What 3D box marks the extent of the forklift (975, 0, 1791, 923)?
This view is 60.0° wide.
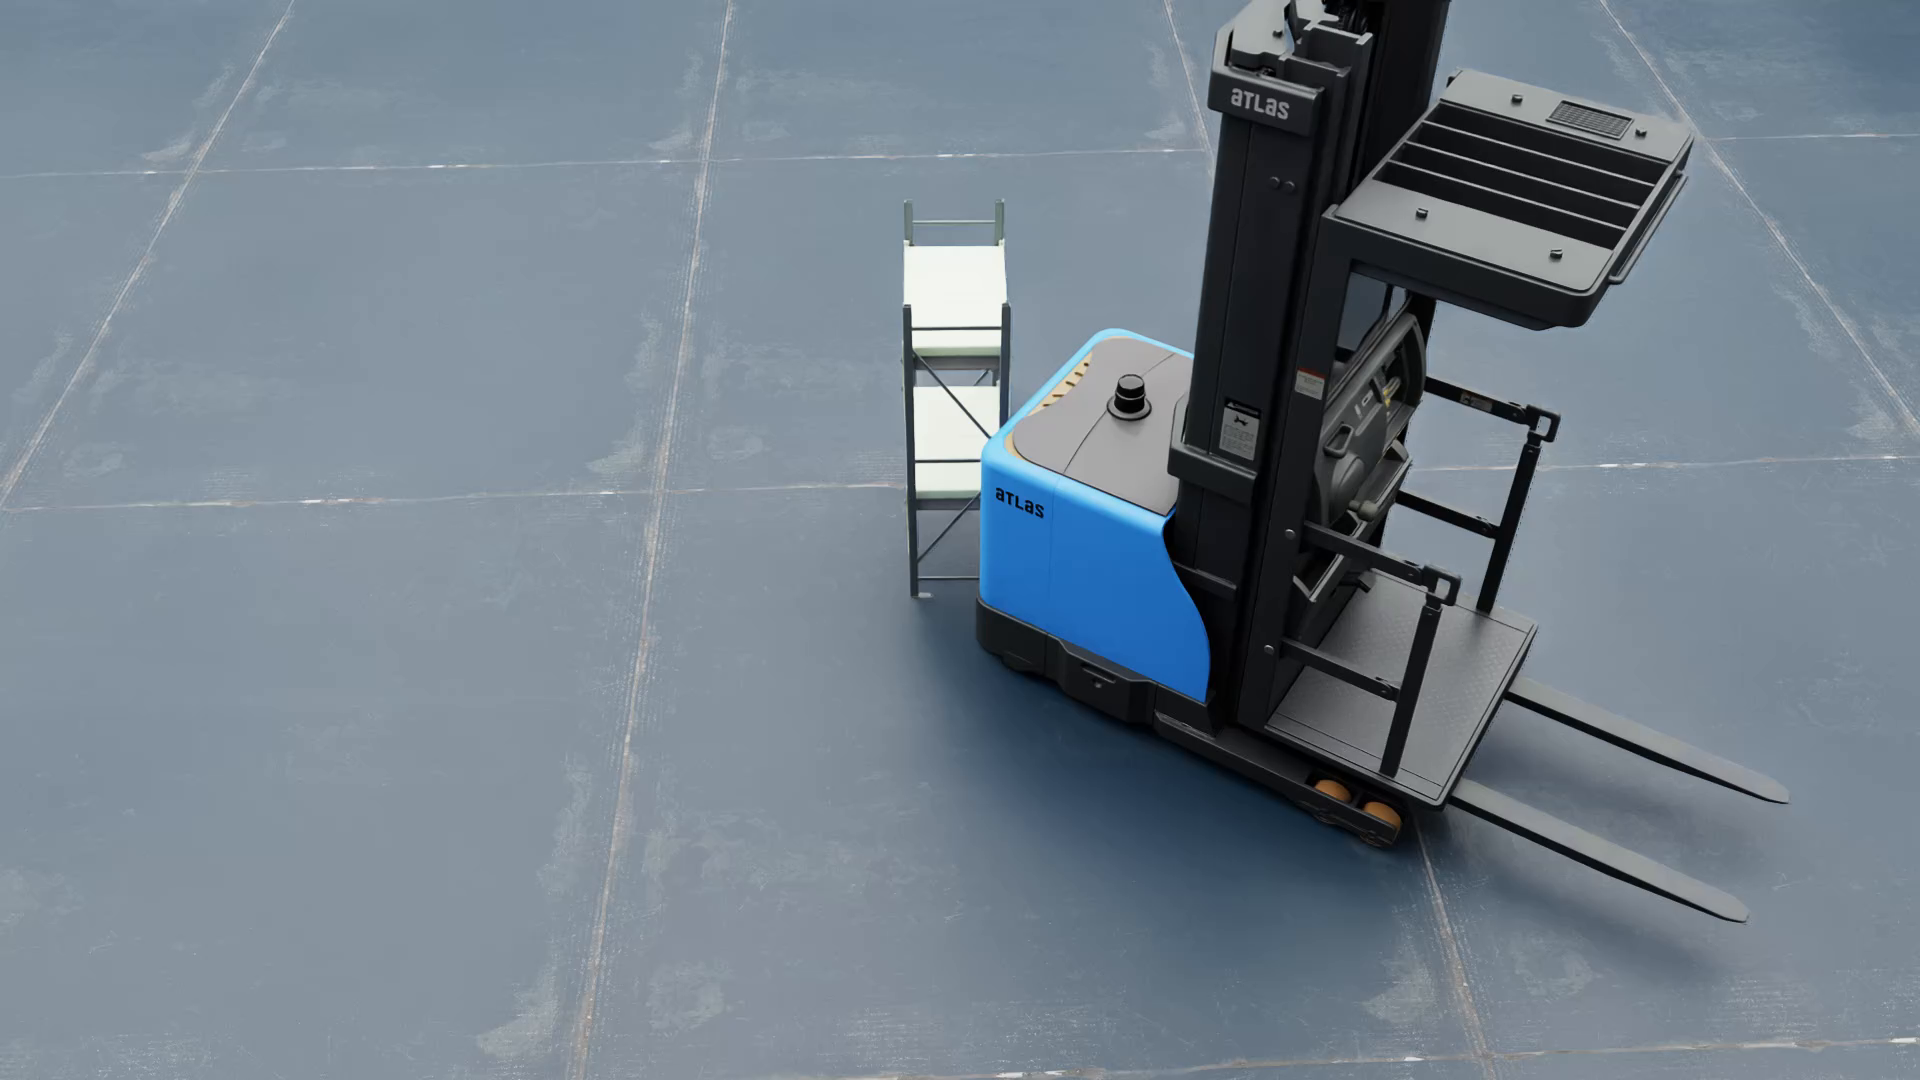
[{"bbox_3d":[1.579,-0.360,5.623,3.031,2.935,1.130,24,48,24],"label":"forklift"}]

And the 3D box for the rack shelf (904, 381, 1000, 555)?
[{"bbox_3d":[-0.018,-0.319,7.121,0.431,0.370,0.720,-1,43,-1],"label":"rack shelf"}]

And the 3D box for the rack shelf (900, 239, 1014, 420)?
[{"bbox_3d":[-0.018,-0.847,6.637,0.431,0.370,0.720,-1,43,-1],"label":"rack shelf"}]

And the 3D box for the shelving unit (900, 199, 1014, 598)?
[{"bbox_3d":[-0.018,-0.560,6.900,0.431,1.500,0.755,-1,43,-1],"label":"shelving unit"}]

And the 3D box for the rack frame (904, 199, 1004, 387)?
[{"bbox_3d":[-0.024,-0.807,7.170,0.400,1.500,0.023,-1,43,-1],"label":"rack frame"}]

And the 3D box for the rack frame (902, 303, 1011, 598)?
[{"bbox_3d":[-0.012,-0.312,6.630,0.400,1.500,0.023,-1,43,-1],"label":"rack frame"}]
